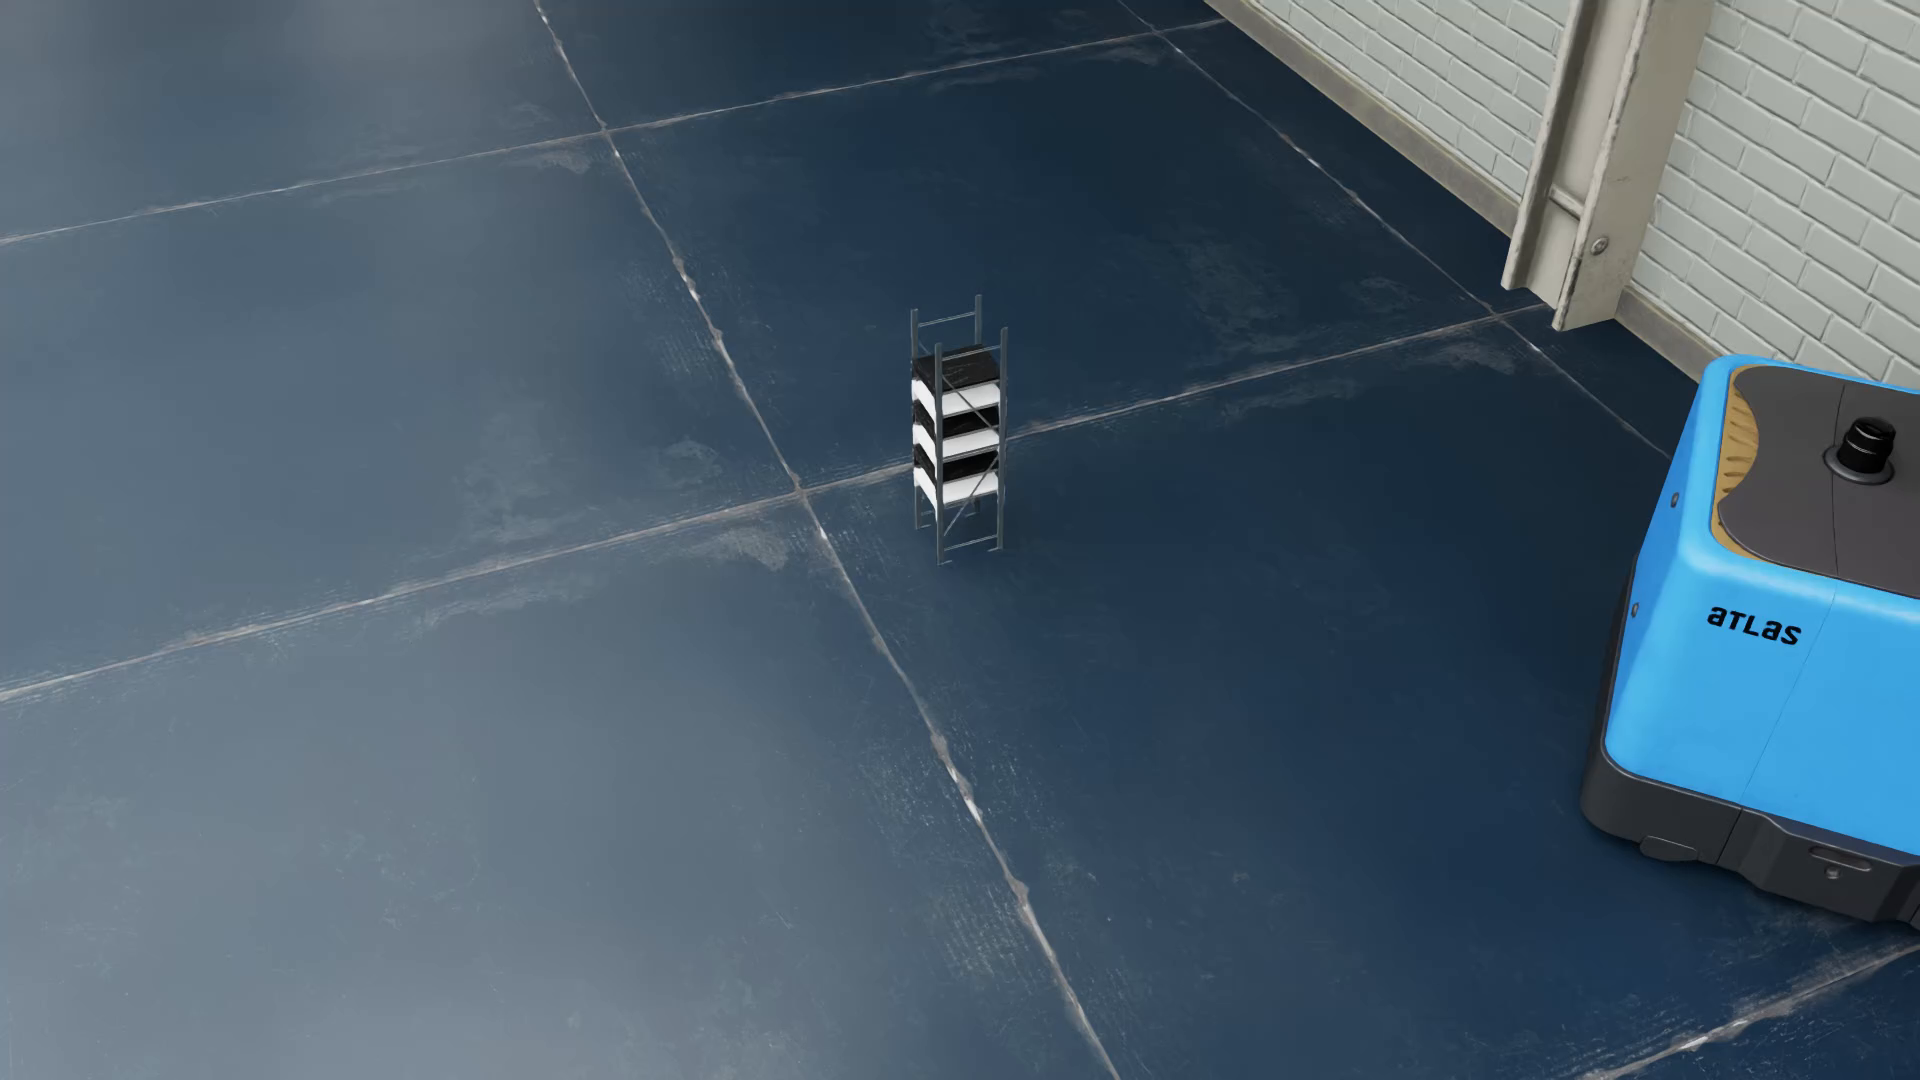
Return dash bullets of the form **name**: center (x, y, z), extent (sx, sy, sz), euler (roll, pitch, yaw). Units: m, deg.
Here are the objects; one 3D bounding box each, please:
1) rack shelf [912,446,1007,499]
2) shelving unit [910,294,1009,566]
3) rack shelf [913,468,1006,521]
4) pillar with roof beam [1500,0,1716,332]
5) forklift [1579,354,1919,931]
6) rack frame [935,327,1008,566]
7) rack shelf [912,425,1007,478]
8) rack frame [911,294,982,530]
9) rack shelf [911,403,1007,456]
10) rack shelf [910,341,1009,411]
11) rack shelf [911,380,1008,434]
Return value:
- **rack shelf**: center (-0.003, -0.253, 5.543), extent (0.258, 0.077, 0.200), euler (-15, 43, -17)
- **shelving unit**: center (-0.003, -0.346, 5.462), extent (0.258, 0.900, 0.210), euler (-15, 43, -17)
- **rack shelf**: center (-0.003, -0.184, 5.601), extent (0.258, 0.077, 0.200), euler (-15, 43, -17)
- **pillar with roof beam**: center (-1.487, -3.337, 2.729), extent (9.100, 9.000, 0.400), euler (-15, 43, -17)
- **forklift**: center (3.338, -0.180, 3.711), extent (3.031, 2.935, 1.130), euler (16, 43, 17)
- **rack frame**: center (0.036, -0.285, 5.391), extent (0.240, 0.900, 0.006), euler (-15, 43, -17)
- **rack shelf**: center (-0.003, -0.321, 5.484), extent (0.258, 0.077, 0.200), euler (-15, 43, -17)
- **rack frame**: center (-0.042, -0.407, 5.534), extent (0.240, 0.900, 0.006), euler (-15, 43, -17)
- **rack shelf**: center (-0.003, -0.389, 5.425), extent (0.258, 0.077, 0.200), euler (-15, 43, -17)
- **rack shelf**: center (-0.003, -0.526, 5.308), extent (0.258, 0.077, 0.200), euler (-15, 43, -17)
- **rack shelf**: center (-0.003, -0.457, 5.367), extent (0.258, 0.077, 0.200), euler (-15, 43, -17)
